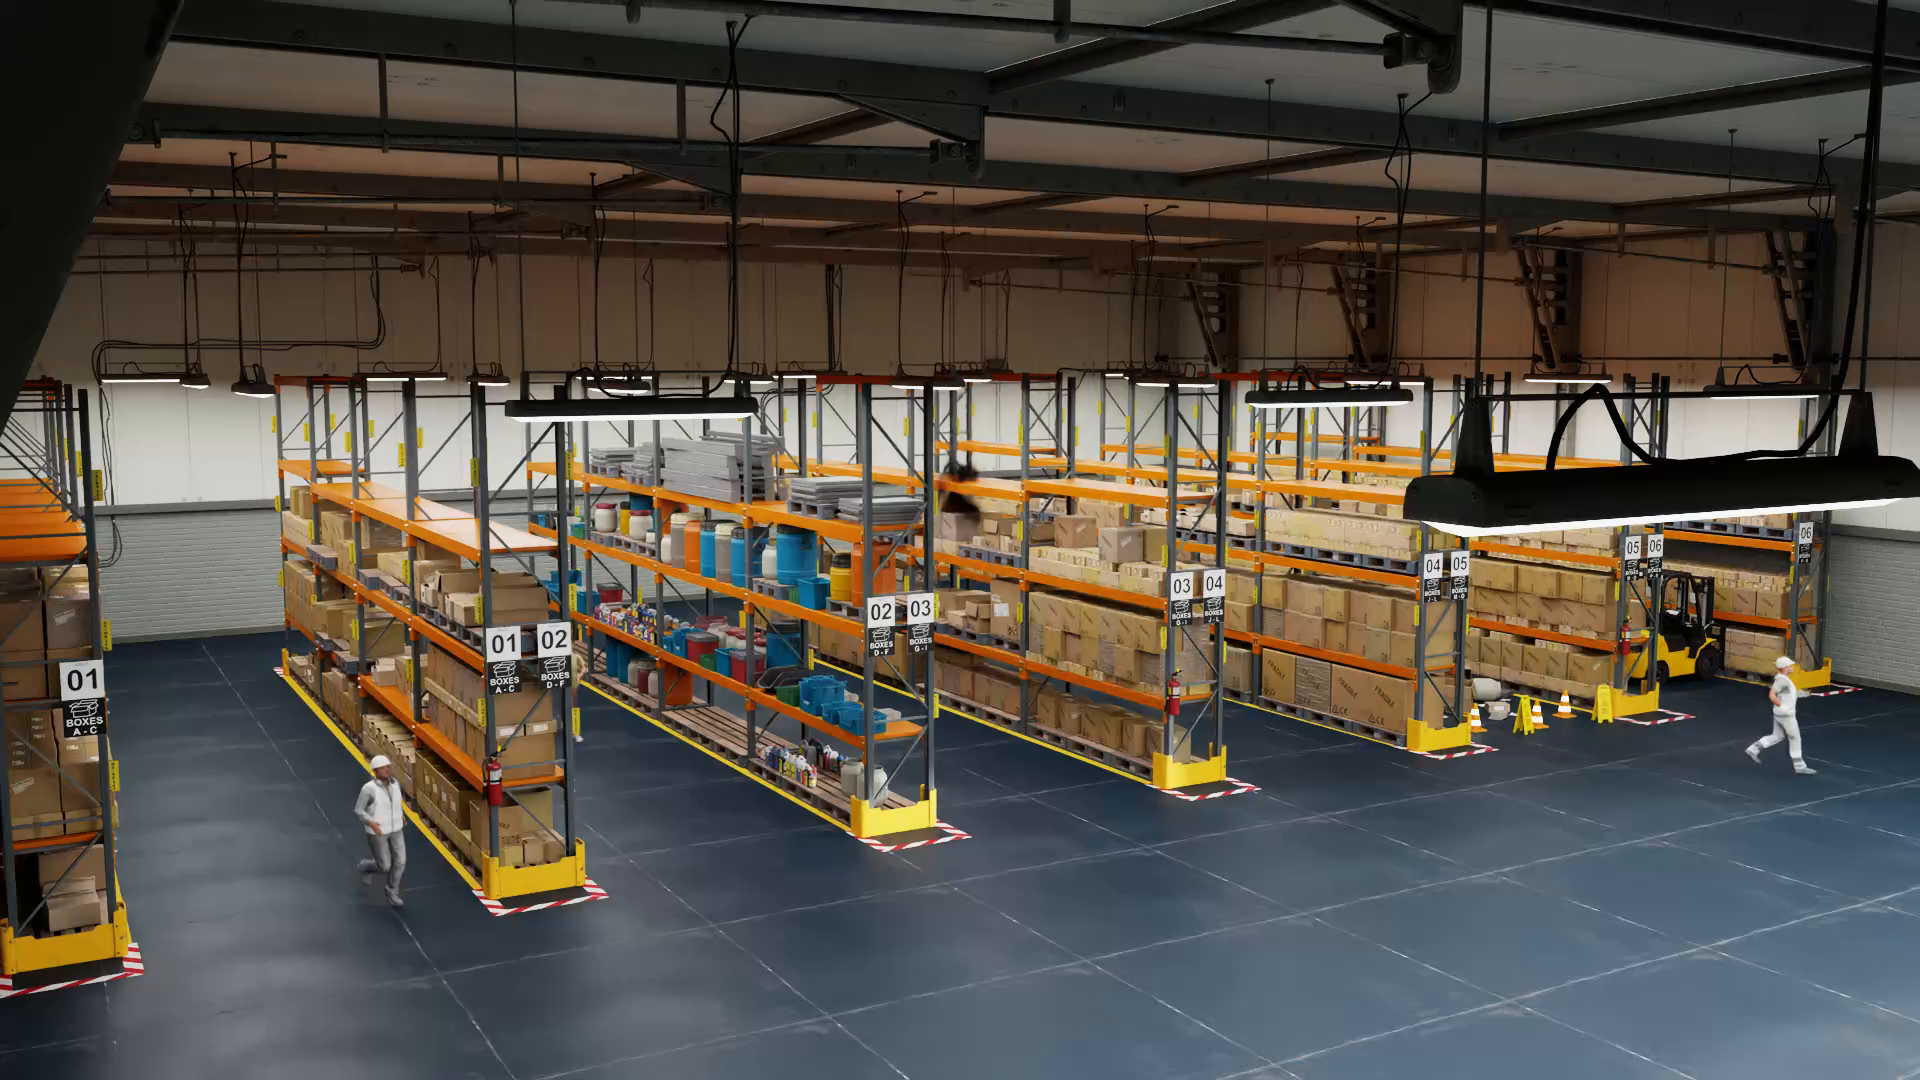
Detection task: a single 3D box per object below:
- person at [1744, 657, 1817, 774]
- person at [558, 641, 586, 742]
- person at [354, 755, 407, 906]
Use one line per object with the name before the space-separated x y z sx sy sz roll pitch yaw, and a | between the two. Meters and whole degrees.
person | 12.544 2.654 25.339 0.998 1.767 0.663 2 7 19
person | -6.541 2.470 27.772 0.599 1.664 1.008 -4 7 -30
person | -6.747 3.364 19.410 0.696 1.747 0.668 5 8 36
